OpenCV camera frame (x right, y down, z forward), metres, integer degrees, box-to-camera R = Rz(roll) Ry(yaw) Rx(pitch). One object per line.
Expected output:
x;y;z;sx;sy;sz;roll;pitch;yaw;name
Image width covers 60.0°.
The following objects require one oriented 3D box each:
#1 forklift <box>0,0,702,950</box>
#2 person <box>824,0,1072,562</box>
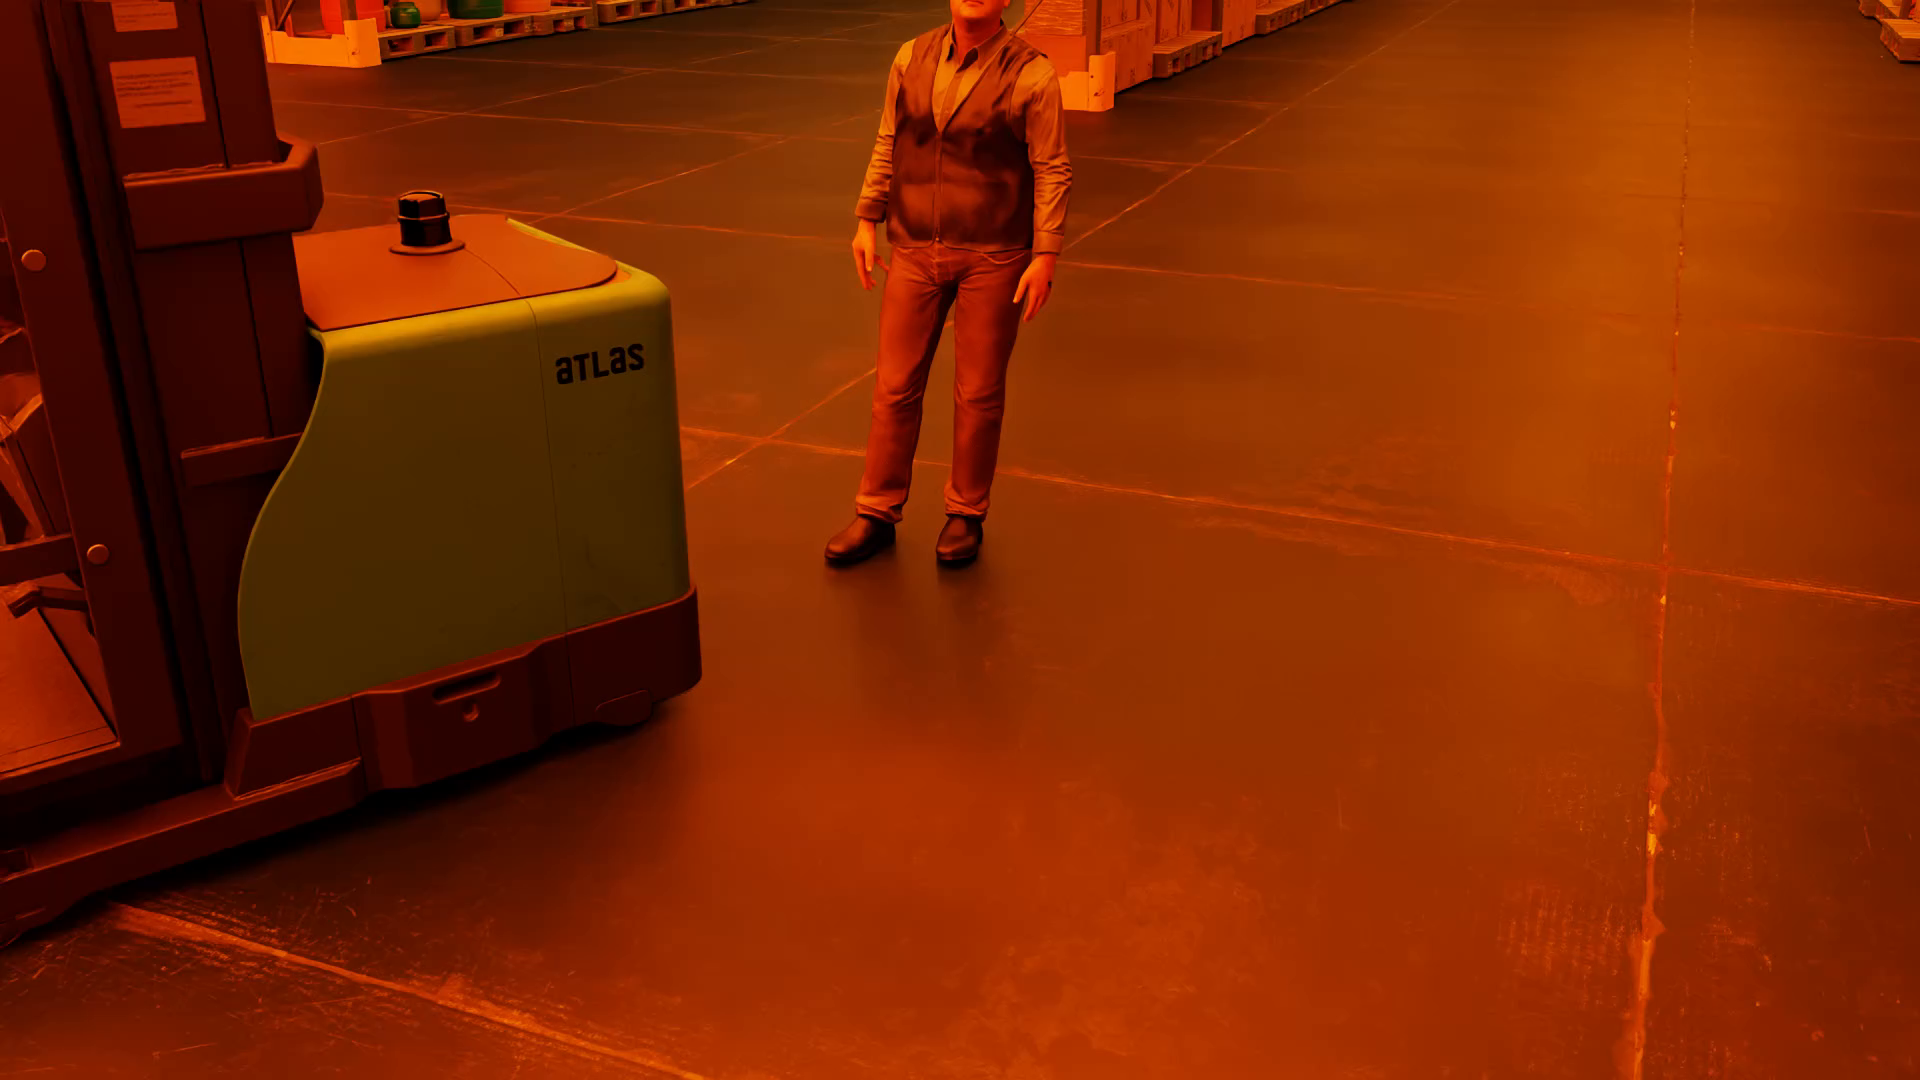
-2.112;-0.743;3.069;3.031;2.935;1.130;-17;28;-34;forklift
-0.031;-0.780;4.708;0.632;1.720;0.568;9;24;21;person
